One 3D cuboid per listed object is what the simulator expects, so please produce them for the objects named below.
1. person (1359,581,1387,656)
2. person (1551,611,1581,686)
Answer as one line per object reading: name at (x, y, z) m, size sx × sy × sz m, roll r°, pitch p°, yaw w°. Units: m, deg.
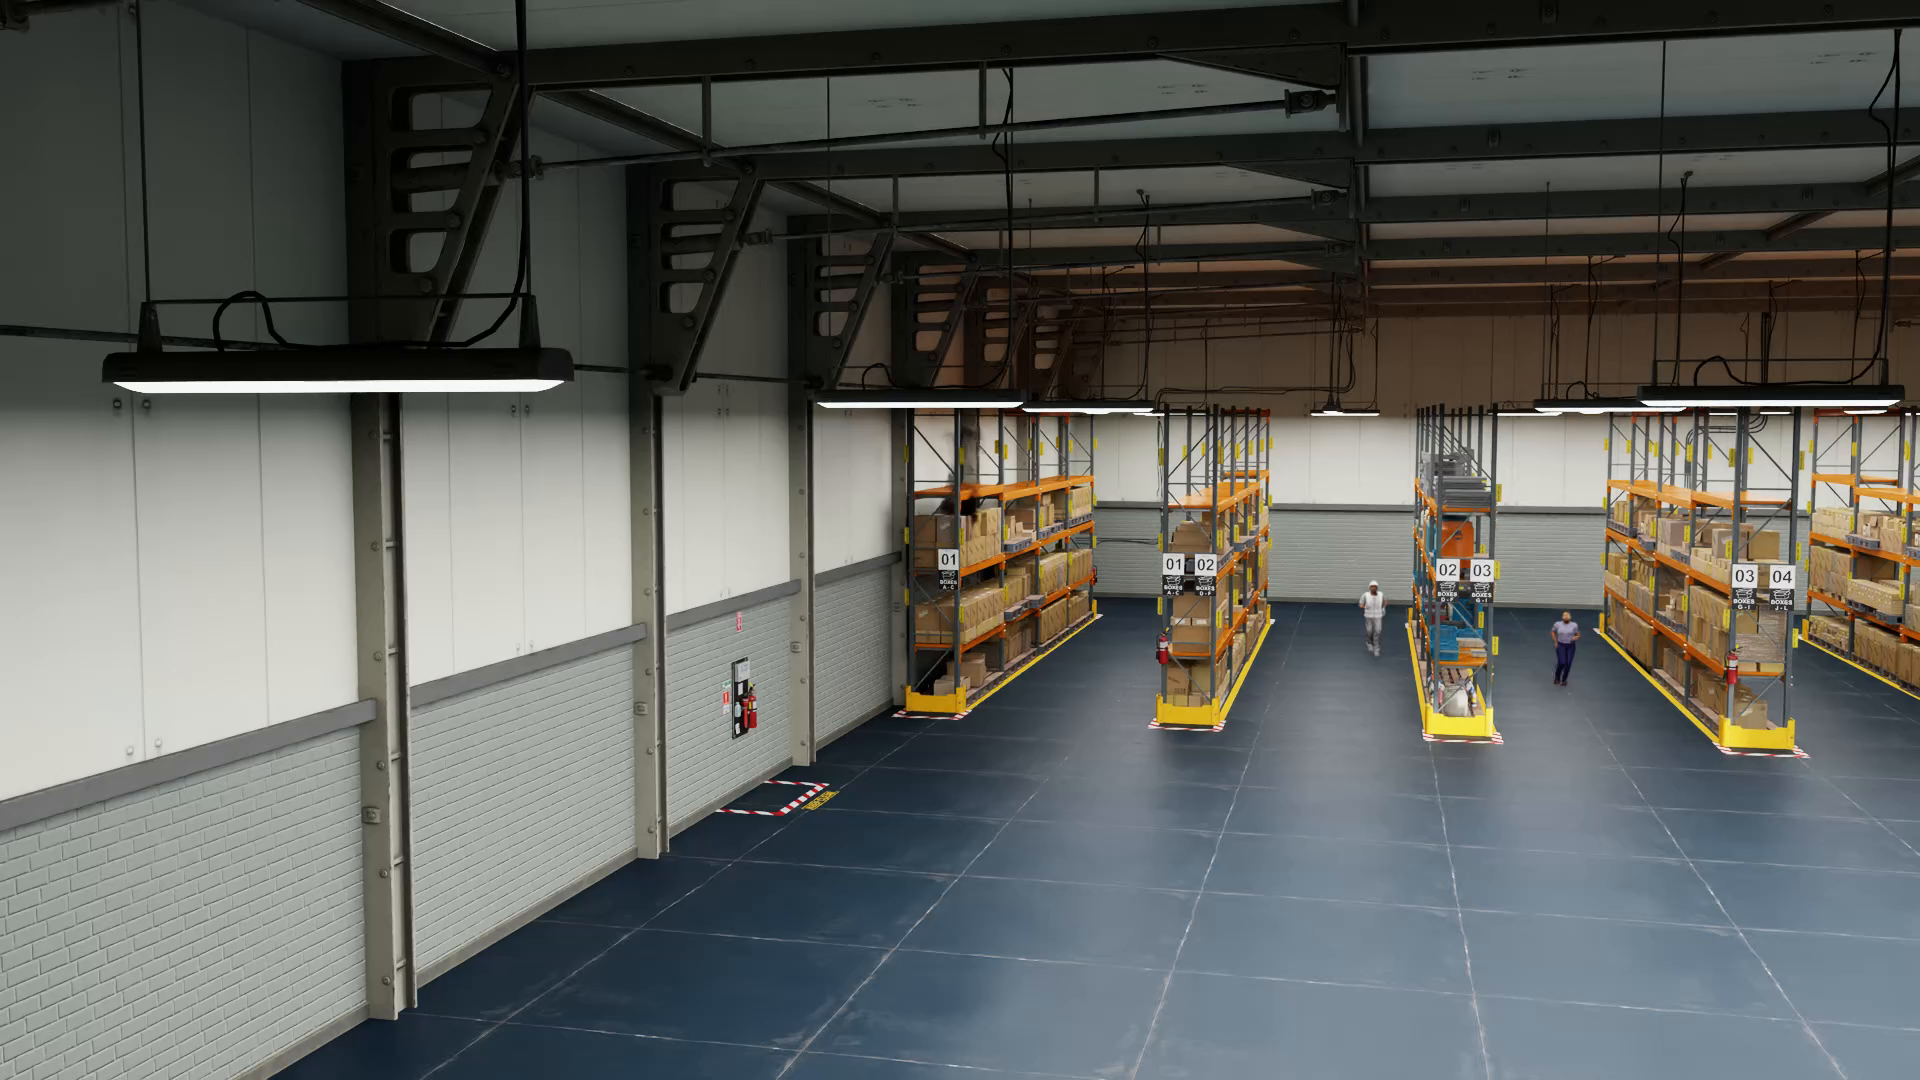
person at (9.980, 1.876, 40.176) m, size 0.684 × 1.771 × 0.969 m, roll 1°, pitch 4°, yaw 9°
person at (12.955, 2.329, 35.540) m, size 0.580 × 1.638 × 0.638 m, roll 1°, pitch 4°, yaw 12°
